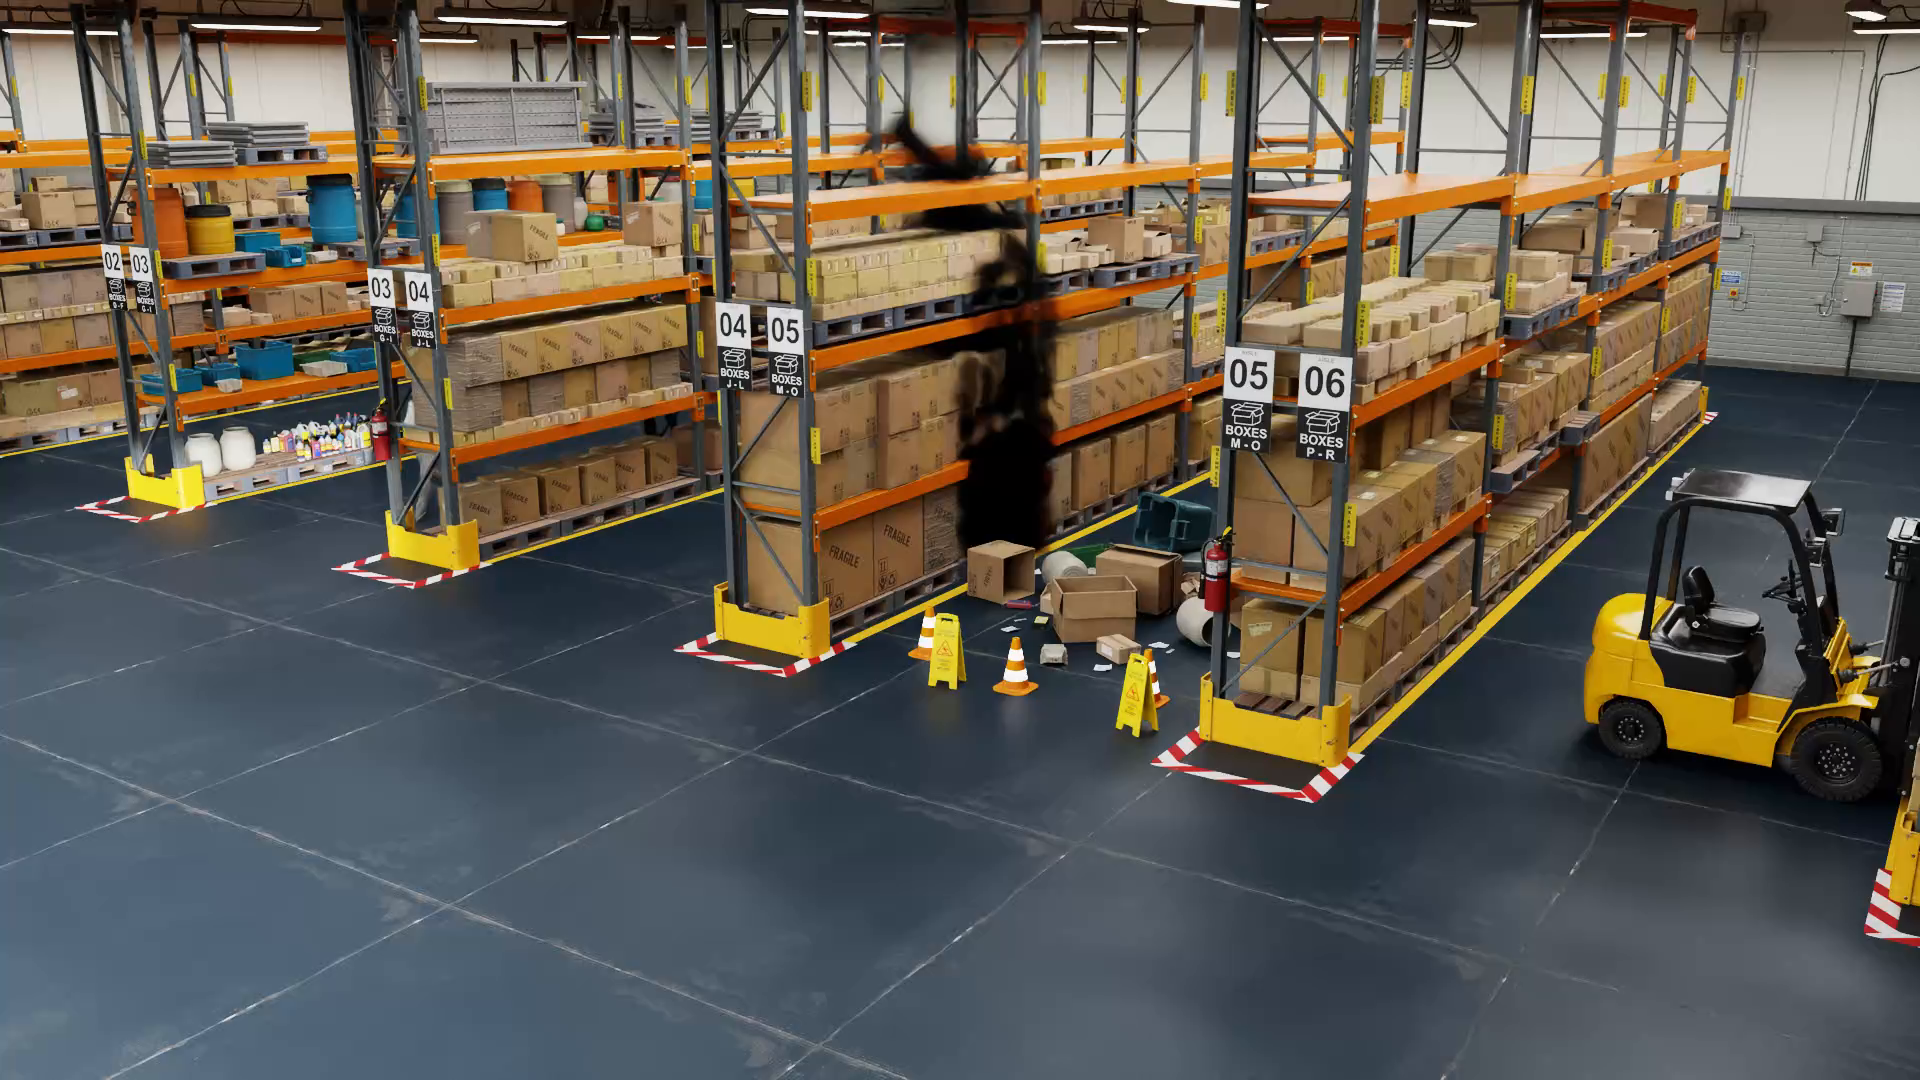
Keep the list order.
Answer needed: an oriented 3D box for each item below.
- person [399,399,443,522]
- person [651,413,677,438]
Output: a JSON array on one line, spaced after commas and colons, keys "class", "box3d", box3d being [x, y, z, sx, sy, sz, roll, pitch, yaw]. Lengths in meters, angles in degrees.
[{"class": "person", "box3d": [-6.449, -1.153, 20.123, 0.612, 1.701, 0.920, 7, 17, 24]}, {"class": "person", "box3d": [-4.262, -2.048, 23.598, 0.503, 1.644, 0.710, 6, 17, 19]}]
